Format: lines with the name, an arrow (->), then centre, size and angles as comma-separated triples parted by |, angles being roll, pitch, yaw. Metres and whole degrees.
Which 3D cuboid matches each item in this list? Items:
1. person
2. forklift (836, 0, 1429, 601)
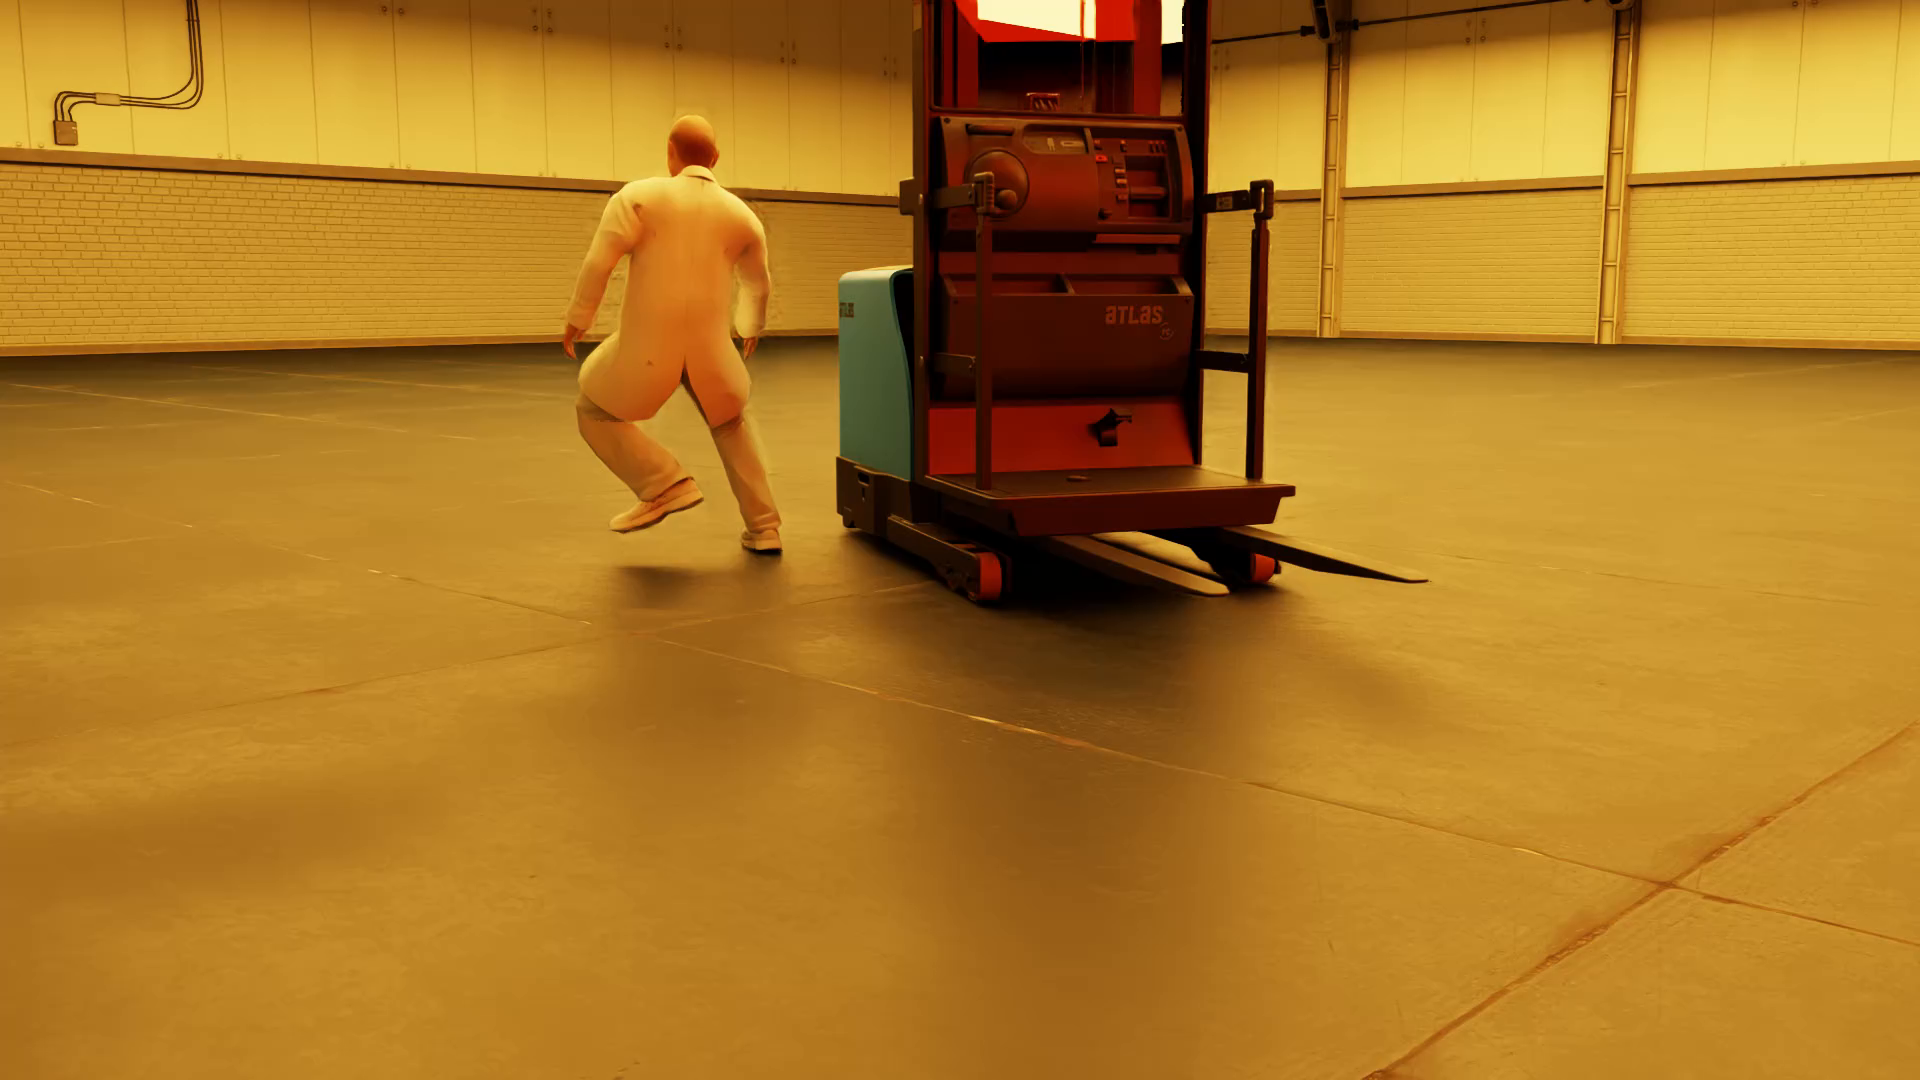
person -> -1.076, -0.752, 6.276 | 0.830, 1.635, 0.649 | -4, 10, -26
forklift -> 0.452, -1.317, 5.618 | 1.130, 2.935, 3.031 | -3, 9, -19
